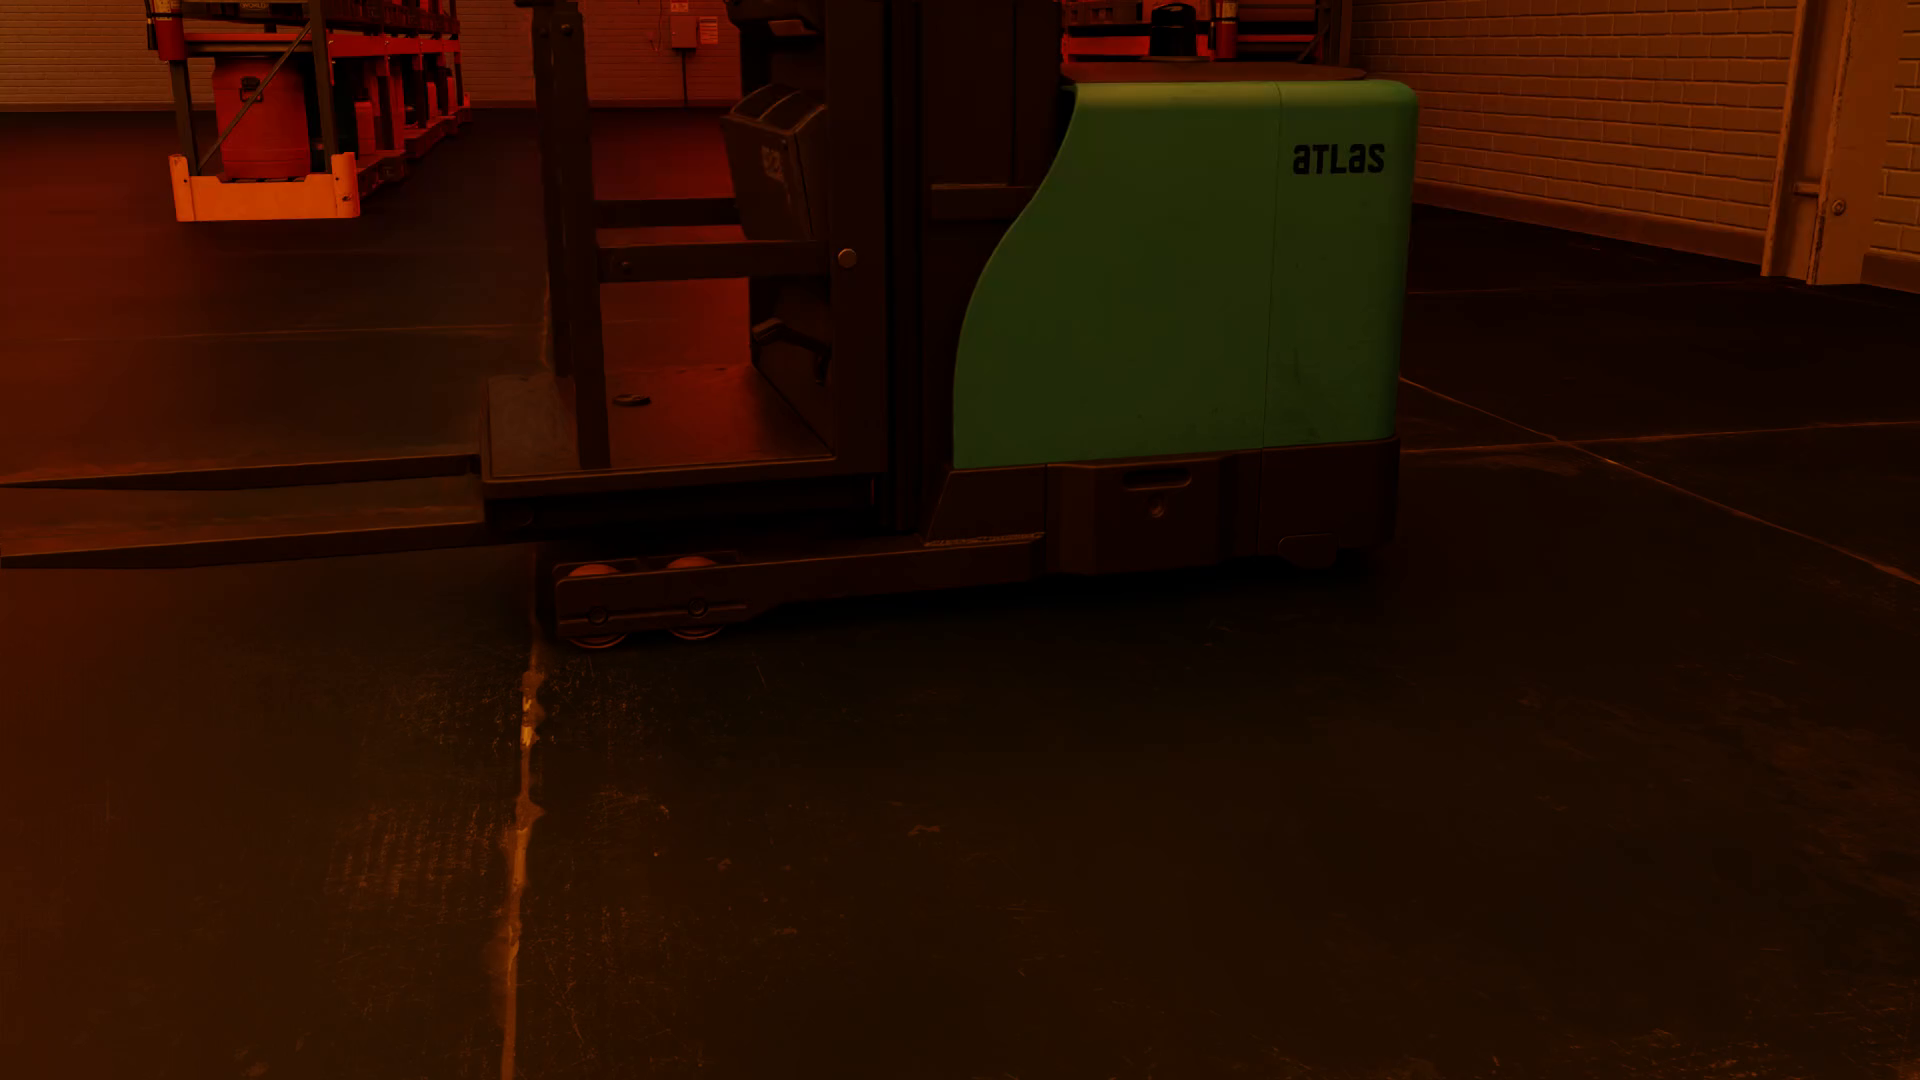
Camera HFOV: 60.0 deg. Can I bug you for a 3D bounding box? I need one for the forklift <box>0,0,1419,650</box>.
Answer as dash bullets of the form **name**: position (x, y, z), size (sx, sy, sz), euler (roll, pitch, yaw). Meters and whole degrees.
- **forklift**: position (-0.587, -1.356, 3.431), size (3.031, 2.935, 1.130), euler (-5, 17, -15)
